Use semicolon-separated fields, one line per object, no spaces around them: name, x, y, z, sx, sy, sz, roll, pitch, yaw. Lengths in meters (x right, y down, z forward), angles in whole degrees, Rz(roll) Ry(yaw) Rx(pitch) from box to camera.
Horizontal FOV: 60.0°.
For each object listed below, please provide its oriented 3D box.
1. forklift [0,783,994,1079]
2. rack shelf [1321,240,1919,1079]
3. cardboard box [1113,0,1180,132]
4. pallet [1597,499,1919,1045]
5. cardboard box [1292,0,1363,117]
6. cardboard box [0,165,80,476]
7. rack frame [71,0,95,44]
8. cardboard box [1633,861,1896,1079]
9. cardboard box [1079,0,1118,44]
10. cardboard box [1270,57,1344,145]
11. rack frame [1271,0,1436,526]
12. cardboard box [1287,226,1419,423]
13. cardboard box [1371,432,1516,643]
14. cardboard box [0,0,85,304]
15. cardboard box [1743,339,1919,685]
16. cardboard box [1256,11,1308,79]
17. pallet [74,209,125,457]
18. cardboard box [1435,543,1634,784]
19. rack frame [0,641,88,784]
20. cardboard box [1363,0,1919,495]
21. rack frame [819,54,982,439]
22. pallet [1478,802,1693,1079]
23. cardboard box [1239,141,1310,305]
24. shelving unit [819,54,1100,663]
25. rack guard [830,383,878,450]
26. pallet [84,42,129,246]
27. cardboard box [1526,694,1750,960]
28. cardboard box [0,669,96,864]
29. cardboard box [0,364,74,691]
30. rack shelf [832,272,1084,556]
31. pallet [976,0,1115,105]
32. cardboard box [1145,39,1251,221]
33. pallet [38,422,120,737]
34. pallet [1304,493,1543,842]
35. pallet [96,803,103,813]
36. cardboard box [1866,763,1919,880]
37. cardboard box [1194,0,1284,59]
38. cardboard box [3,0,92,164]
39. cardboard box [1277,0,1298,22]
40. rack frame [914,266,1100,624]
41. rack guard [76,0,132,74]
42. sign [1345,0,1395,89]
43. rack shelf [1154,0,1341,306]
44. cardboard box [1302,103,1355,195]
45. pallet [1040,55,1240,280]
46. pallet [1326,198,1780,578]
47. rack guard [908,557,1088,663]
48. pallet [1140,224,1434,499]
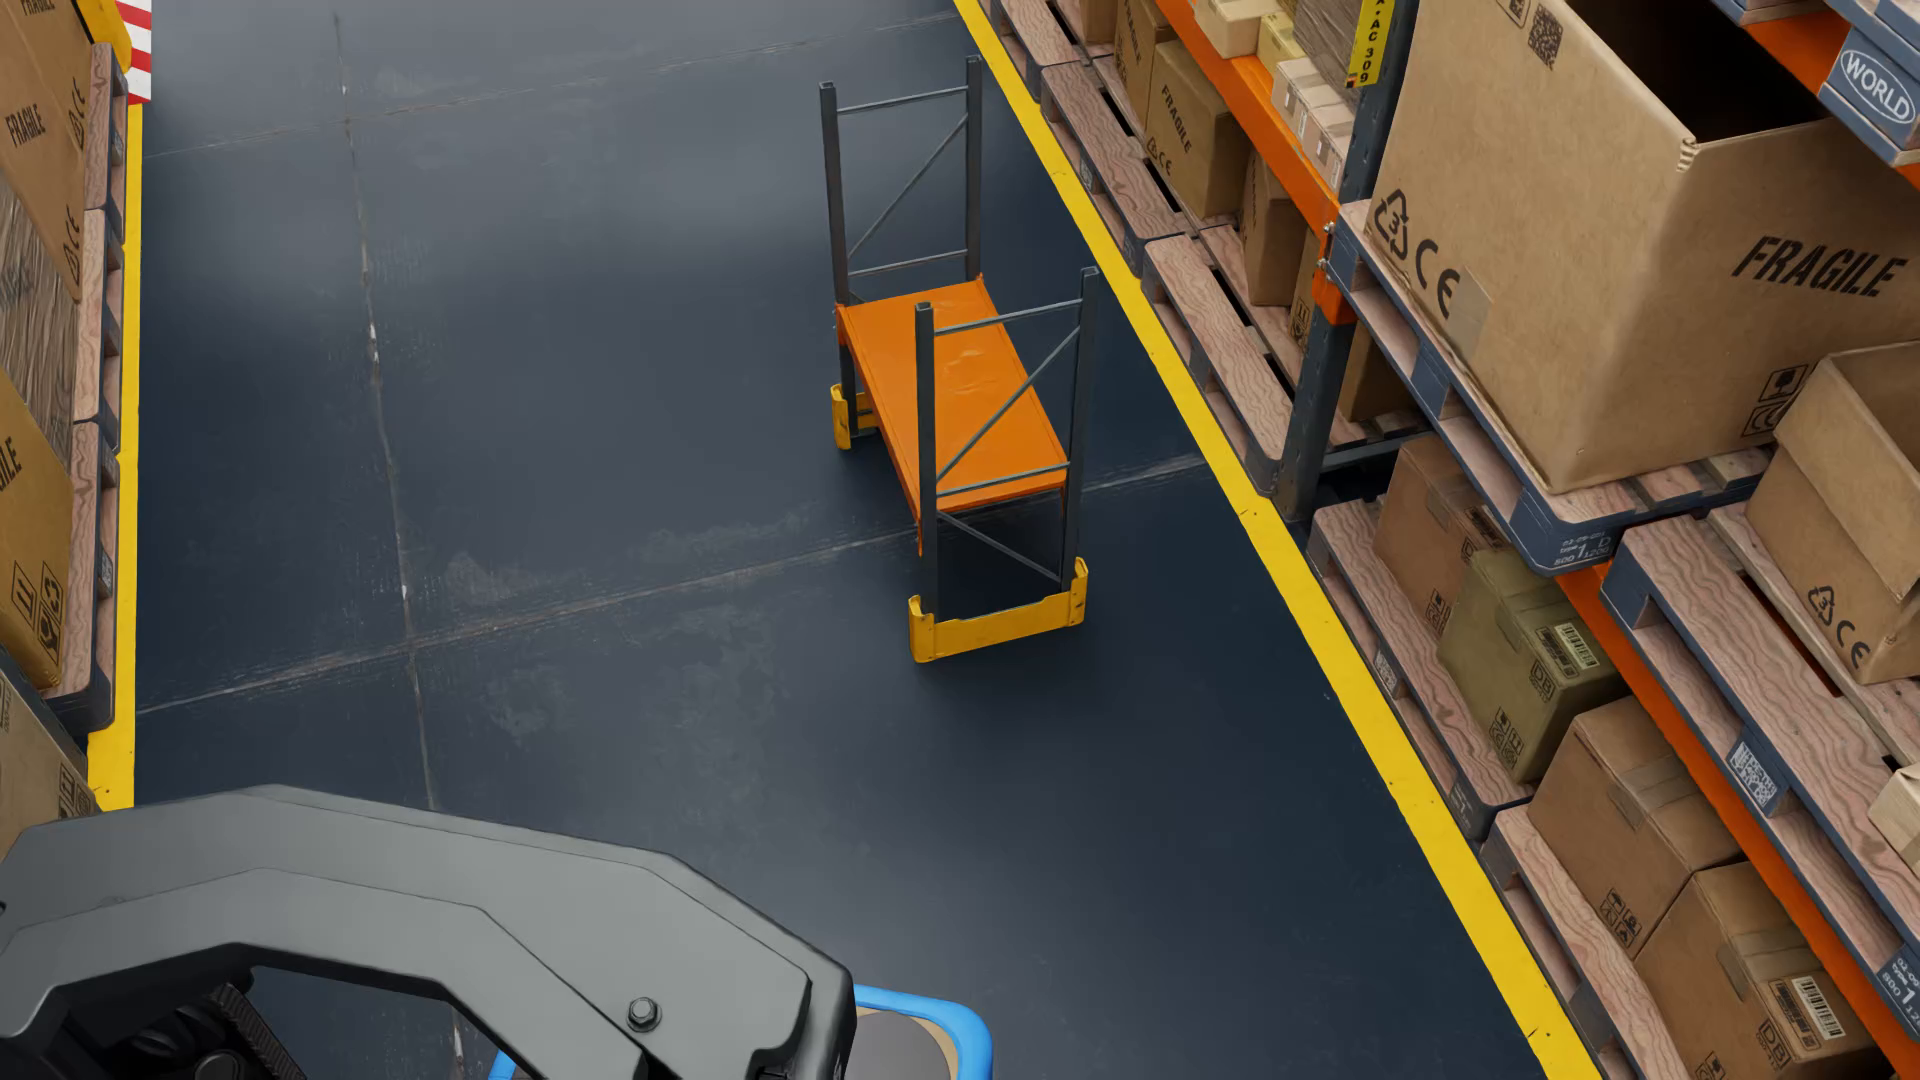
forklift;-0.706;1.778;2.334;1.130;2.935;3.031;9;50;7
rack shelf;2.187;0.518;3.822;1.077;0.370;4.000;-13;51;-11
cardboard box;0.958;-2.076;6.898;0.500;0.500;0.500;-9;50;-8
pallet;2.154;0.372;3.600;1.003;0.211;1.213;-13;51;-11
cardboard box;1.521;-1.646;4.916;0.875;0.500;0.500;-13;51;-11
cardboard box;-3.562;-0.711;5.502;0.875;0.875;0.875;-13;51;-11
rack frame;-4.355;-3.049;6.358;1.000;3.000;0.127;-13;51;-11
cardboard box;2.211;1.111;4.199;0.700;0.500;0.500;-9;51;-8
cardboard box;0.791;-2.537;7.288;0.500;0.500;0.500;-2;50;-1
cardboard box;1.186;-1.369;5.107;0.380;0.149;0.250;-13;51;-11
rack frame;1.595;-1.175;4.779;1.000;3.000;0.127;-13;51;-11
cardboard box;1.515;-0.806;5.828;0.500;0.500;0.500;-15;51;-12
cardboard box;1.756;-0.058;5.184;0.700;0.500;0.500;-17;52;-14
cardboard box;-3.830;-1.377;6.064;0.875;0.875;0.875;-14;51;-12
cardboard box;2.196;-0.098;3.529;0.797;0.503;0.637;-9;50;-7
cardboard box;1.170;-1.566;5.272;0.380;0.149;0.250;-13;51;-11
pallet;-3.687;-0.694;6.197;1.003;0.211;1.213;-13;51;-11
cardboard box;1.880;0.295;4.887;0.700;0.500;0.500;-14;51;-11
rack frame;-3.173;-0.127;3.895;1.000;3.000;0.127;-13;51;-11
cardboard box;1.697;-0.892;3.873;1.000;1.000;1.000;-13;51;-11
rack frame;-0.176;-0.917;5.542;0.500;1.500;0.032;-13;51;-11
pallet;2.192;1.185;4.613;1.003;0.211;1.213;-13;51;-11
cardboard box;1.339;-1.223;6.179;0.500;0.500;0.500;1;50;1
shelving unit;-0.023;-0.539;5.224;0.587;1.500;1.083;-13;51;-11
rack guard;-0.170;-0.500;6.008;0.587;0.250;0.087;-13;51;-11
pallet;-4.044;-1.584;6.947;1.003;0.211;1.213;-13;51;-11
cardboard box;2.045;0.703;4.542;0.700;0.500;0.500;-17;52;-14
cardboard box;-2.903;0.895;4.230;1.050;0.750;0.750;-14;51;-11
cardboard box;-3.292;-0.053;4.948;0.875;0.875;0.875;-13;51;-10
rack shelf;-0.025;-0.430;5.367;0.538;0.185;1.000;-13;51;-11
pallet;0.641;-2.541;7.754;1.003;0.211;1.213;-13;51;-11
cardboard box;1.080;-1.658;6.546;0.500;0.500;0.500;-17;52;-14
pallet;-3.323;0.198;5.445;1.003;0.211;1.213;-13;51;-11
pallet;1.827;0.292;5.366;1.003;0.211;1.213;-13;51;-11
pallet;-2.872;1.318;4.501;1.003;0.211;1.213;-13;51;-11
cardboard box;2.027;0.498;3.182;0.396;0.266;0.258;-15;51;-12
cardboard box;0.989;-1.723;5.405;0.380;0.149;0.250;-13;51;-11
cardboard box;-4.092;-2.019;6.605;0.875;0.875;0.875;-13;51;-11
cardboard box;1.407;-2.019;5.230;0.875;0.500;0.500;-13;51;-11
rack frame;0.125;-0.174;4.916;0.500;1.500;0.032;-13;51;-11
rack guard;-4.363;-2.261;7.329;1.175;0.500;0.348;-13;51;-11
sign;1.079;-1.326;4.340;0.100;0.325;0.005;-13;51;-11
rack shelf;1.004;-2.404;6.285;1.077;0.370;4.000;-13;51;-11
cardboard box;1.251;-1.185;4.951;0.380;0.149;0.250;-13;51;-11
pallet;0.999;-1.651;7.004;1.003;0.211;1.213;-13;51;-11
pallet;1.683;-0.522;4.354;1.003;0.211;1.213;-13;51;-11
rack guard;0.125;0.227;5.395;0.587;0.250;0.087;-13;51;-11
pallet;1.363;-0.759;6.252;1.003;0.211;1.213;-13;51;-11
